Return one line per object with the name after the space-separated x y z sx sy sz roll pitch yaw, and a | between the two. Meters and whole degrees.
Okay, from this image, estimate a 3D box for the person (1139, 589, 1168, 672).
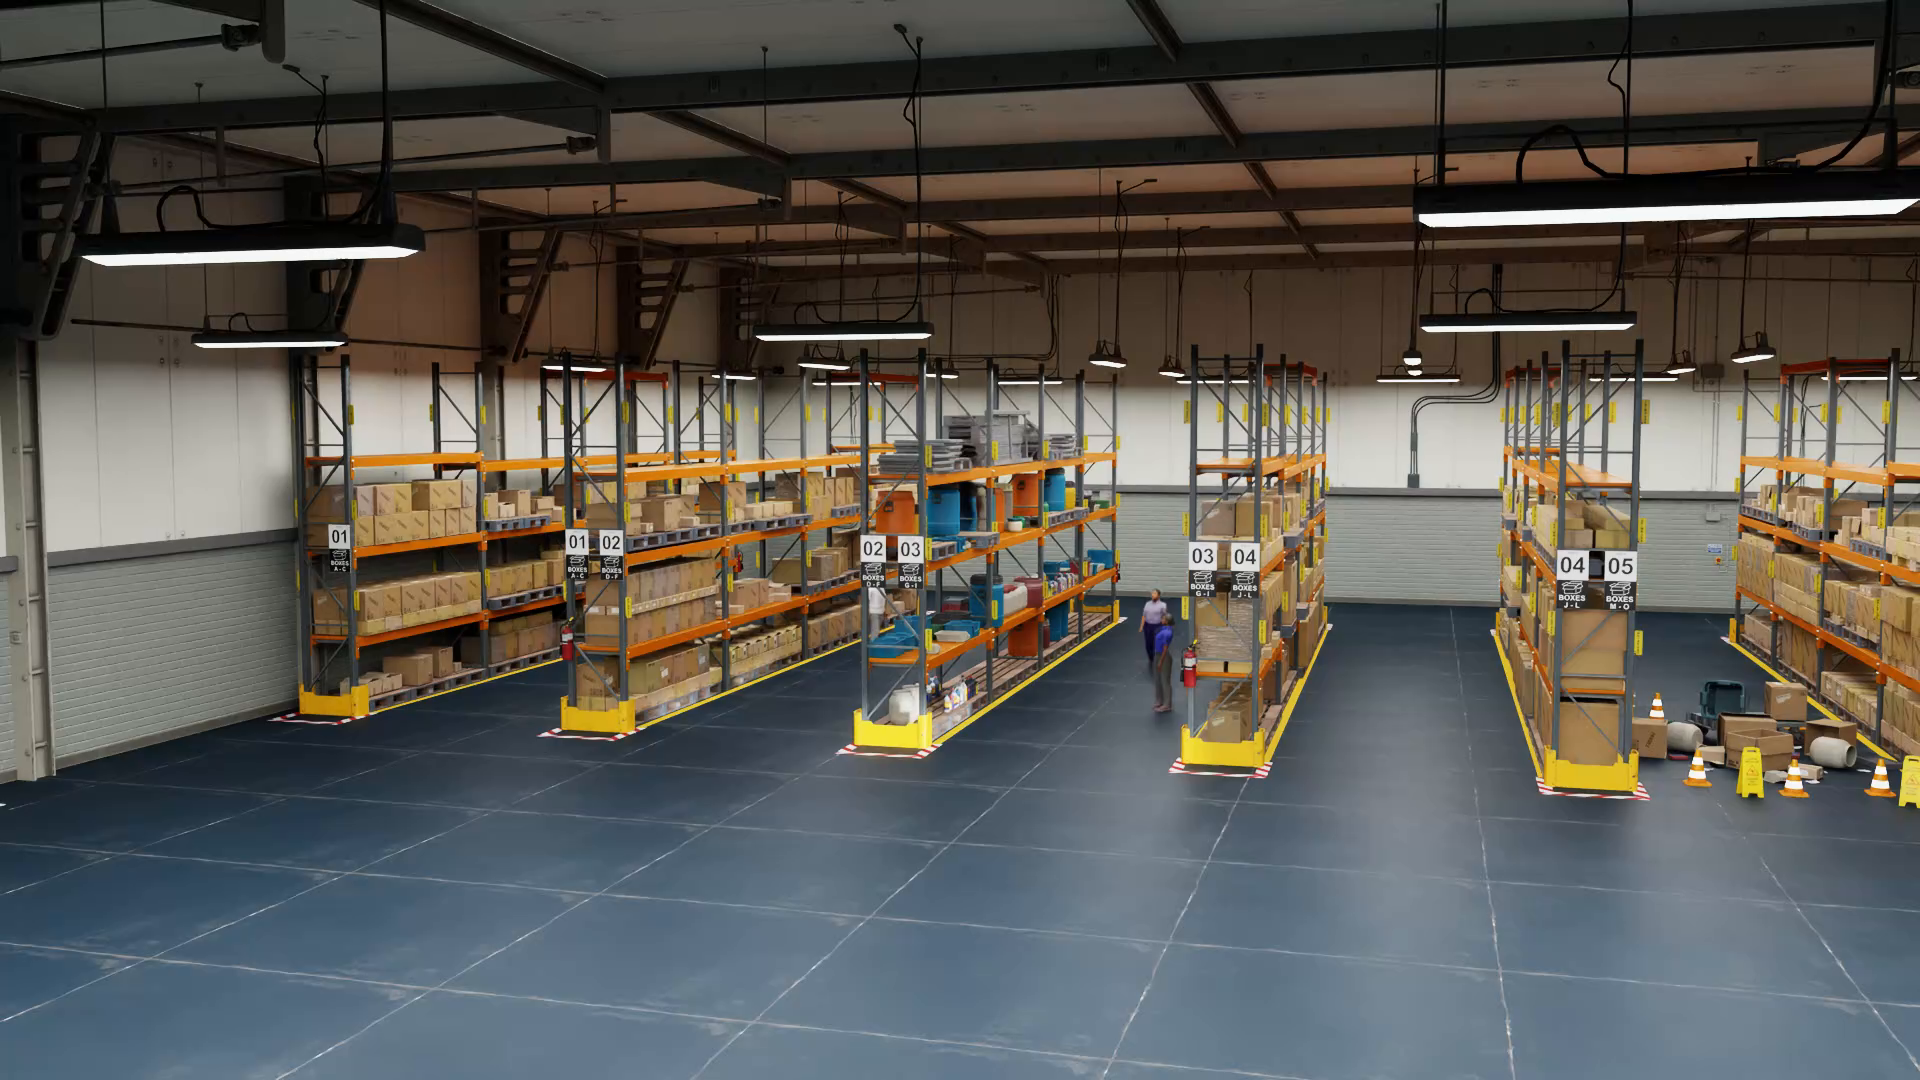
3.817 1.762 32.684 0.541 1.588 0.938 1 4 18 | person

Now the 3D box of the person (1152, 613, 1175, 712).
3.450 2.067 28.290 0.386 1.657 0.464 -2 5 -19 | person

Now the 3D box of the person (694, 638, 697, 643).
-5.922 1.499 35.168 0.748 1.737 1.092 1 4 12 | person

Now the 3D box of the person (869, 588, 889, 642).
-1.689 1.531 34.602 0.532 1.786 0.612 2 5 29 | person
